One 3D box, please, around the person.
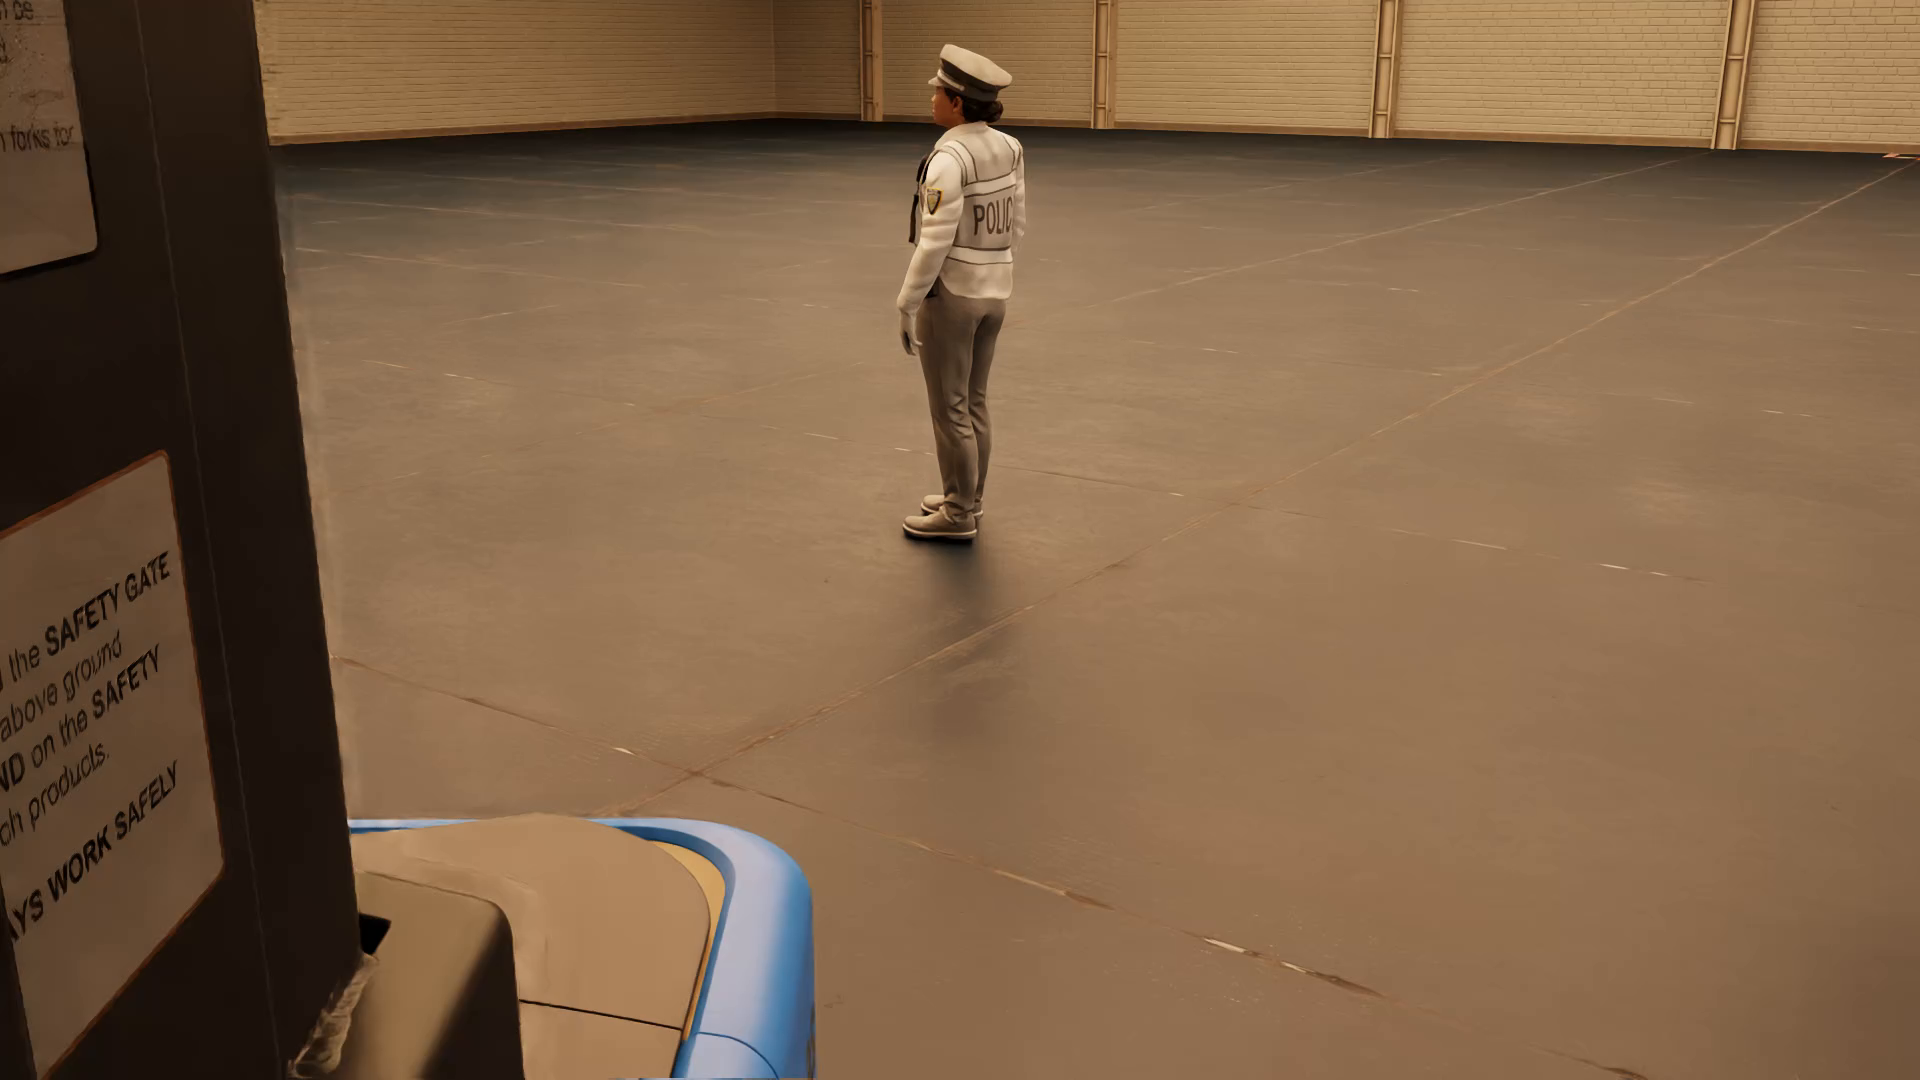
[{"bbox_3d":[-0.053,-0.832,5.747,0.530,1.694,0.586,11,20,33],"label":"person"}]
